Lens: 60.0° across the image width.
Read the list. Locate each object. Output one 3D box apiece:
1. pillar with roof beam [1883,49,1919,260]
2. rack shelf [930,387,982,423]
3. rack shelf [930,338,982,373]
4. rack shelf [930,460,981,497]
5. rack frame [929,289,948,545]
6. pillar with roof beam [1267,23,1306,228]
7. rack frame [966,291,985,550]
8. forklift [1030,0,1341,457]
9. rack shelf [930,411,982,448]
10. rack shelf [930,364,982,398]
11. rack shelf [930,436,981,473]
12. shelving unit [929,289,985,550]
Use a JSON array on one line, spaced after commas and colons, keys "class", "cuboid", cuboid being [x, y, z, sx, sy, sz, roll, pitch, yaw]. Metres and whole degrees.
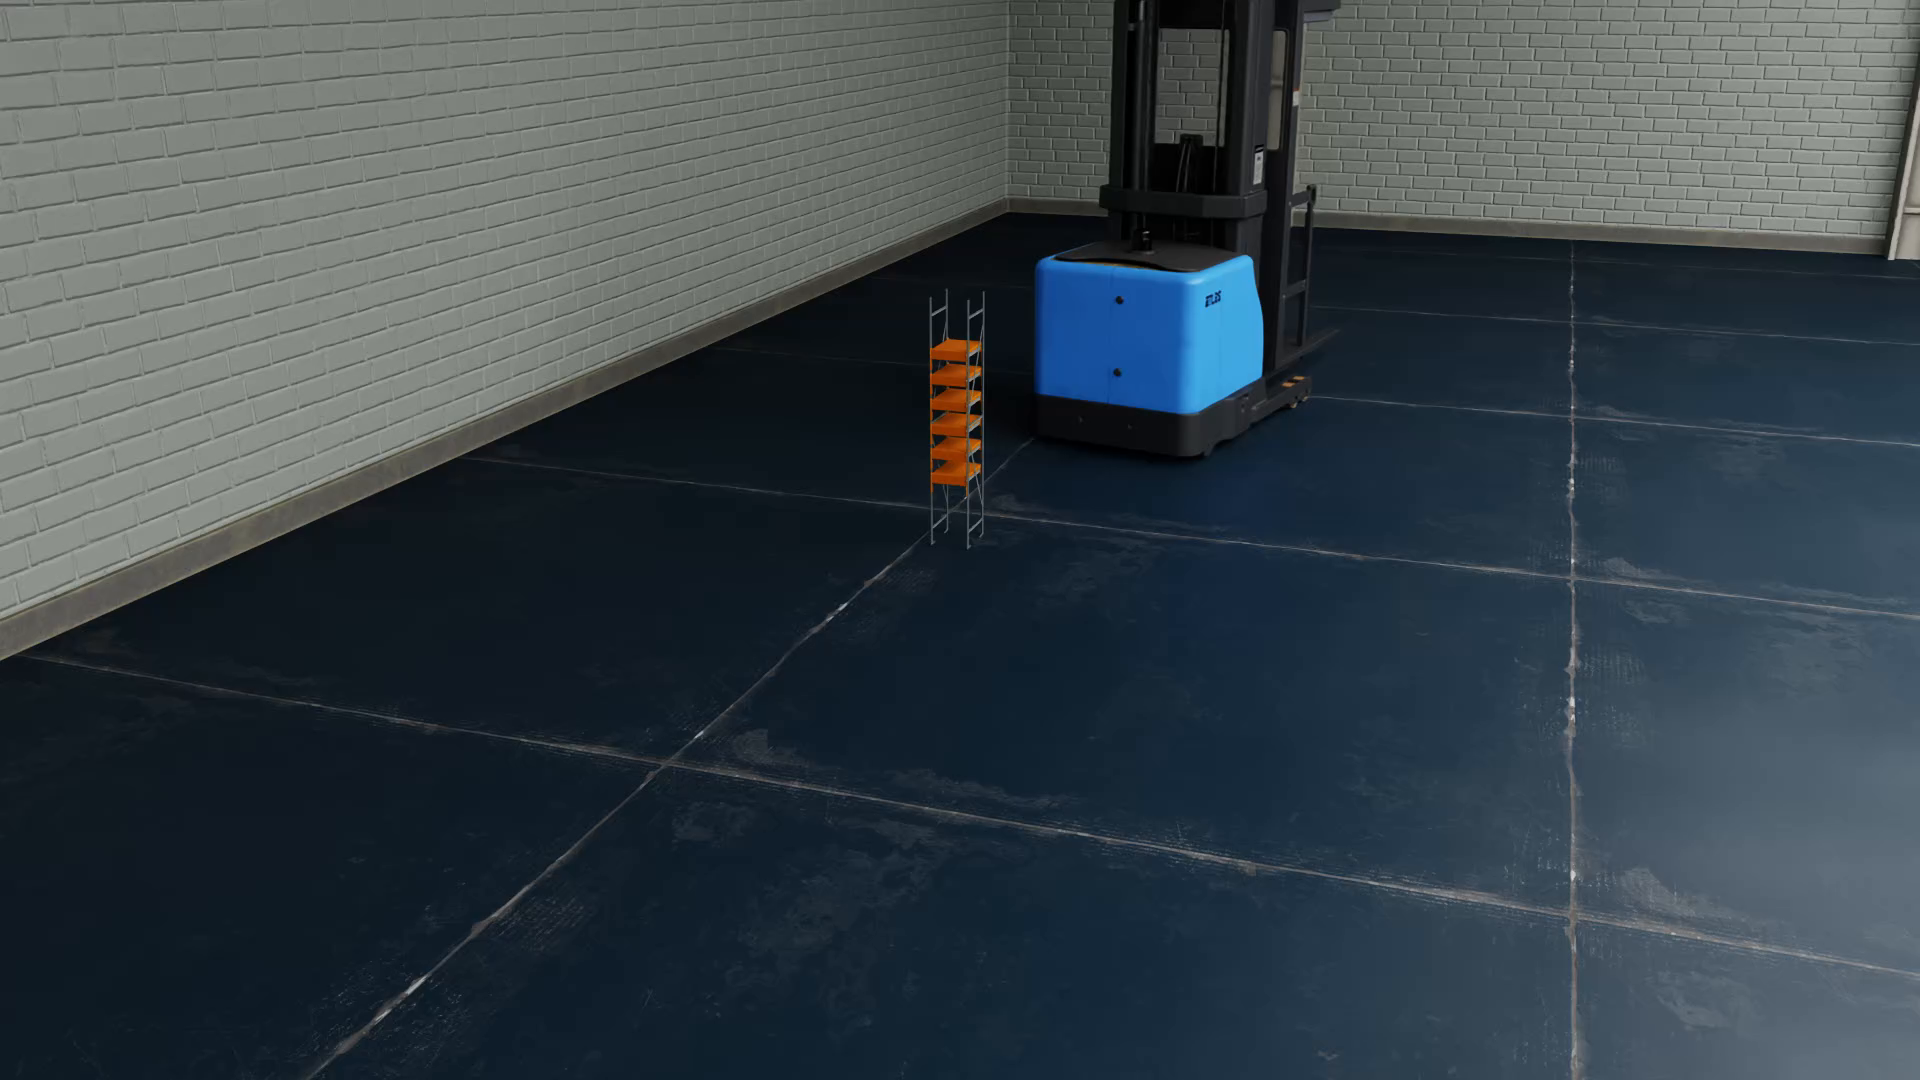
[{"class": "pillar with roof beam", "cuboid": [7.553, -5.577, 10.403, 0.400, 9.000, 9.100, 7, 20, 18]}, {"class": "rack shelf", "cuboid": [-0.014, -0.639, 7.858, 0.180, 0.103, 0.258, 7, 20, 18]}, {"class": "rack shelf", "cuboid": [-0.014, -0.866, 7.779, 0.180, 0.103, 0.258, 7, 20, 18]}, {"class": "rack shelf", "cuboid": [-0.014, -0.300, 7.977, 0.180, 0.103, 0.258, 7, 20, 18]}, {"class": "rack frame", "cuboid": [-0.100, -0.578, 7.912, 0.006, 1.200, 0.240, 7, 20, 18]}, {"class": "pillar with roof beam", "cuboid": [1.886, -6.225, 12.263, 0.400, 9.000, 9.100, 7, 20, 18]}, {"class": "rack frame", "cuboid": [0.073, -0.558, 7.855, 0.006, 1.200, 0.240, 7, 20, 18]}, {"class": "forklift", "cuboid": [1.592, -2.278, 10.157, 1.130, 2.935, 3.031, 11, 22, 29]}, {"class": "rack shelf", "cuboid": [-0.014, -0.526, 7.898, 0.180, 0.103, 0.258, 7, 20, 18]}, {"class": "rack shelf", "cuboid": [-0.014, -0.753, 7.819, 0.180, 0.103, 0.258, 7, 20, 18]}, {"class": "rack shelf", "cuboid": [-0.014, -0.413, 7.937, 0.180, 0.103, 0.258, 7, 20, 18]}, {"class": "shelving unit", "cuboid": [-0.014, -0.568, 7.883, 0.189, 1.200, 0.258, 7, 20, 18]}]
